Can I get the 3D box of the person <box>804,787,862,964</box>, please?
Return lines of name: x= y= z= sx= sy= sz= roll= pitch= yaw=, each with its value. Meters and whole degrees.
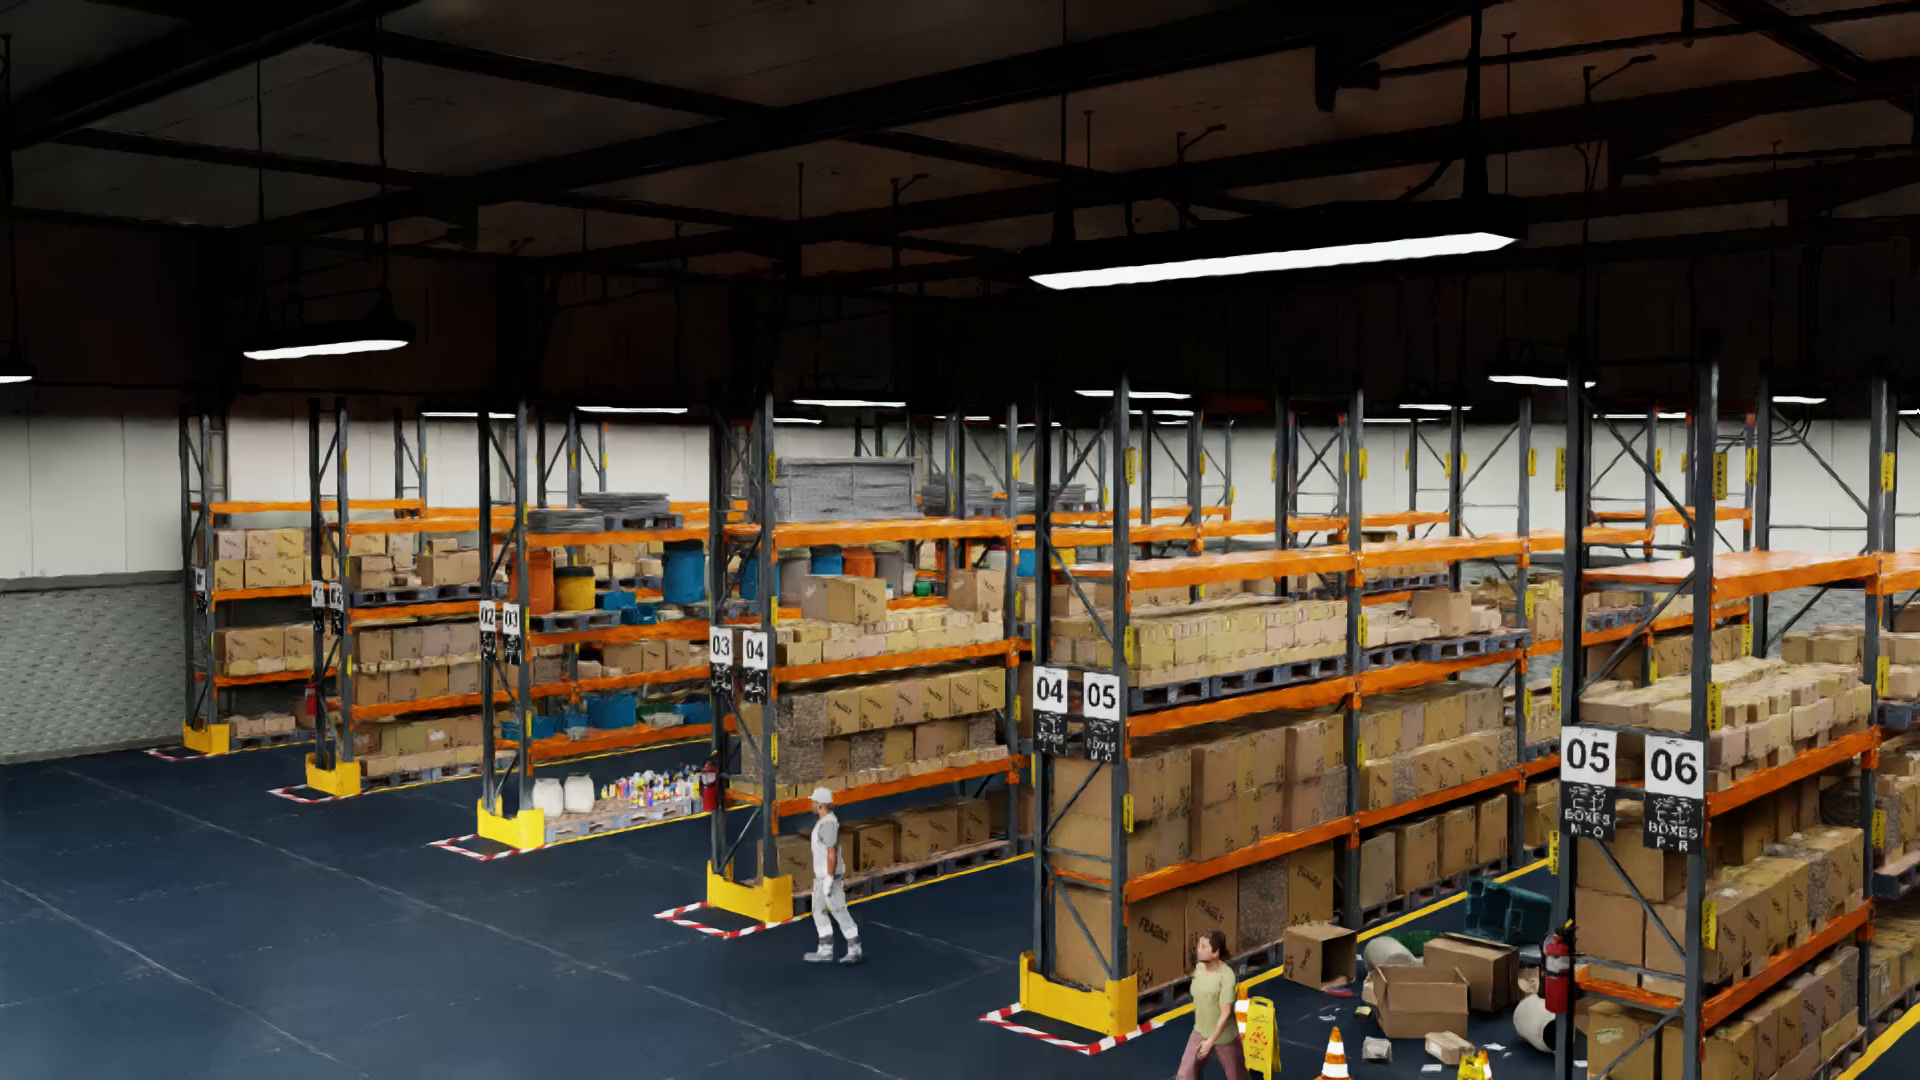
person: x=-1.289 y=3.394 z=16.848 sx=0.577 sy=1.776 sz=0.571 roll=-1 pitch=3 yaw=-10

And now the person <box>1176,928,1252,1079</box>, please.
person: x=1.877 y=3.688 z=12.385 sx=1.006 sy=1.601 sz=0.448 roll=-2 pitch=4 yaw=-37

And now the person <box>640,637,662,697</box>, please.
person: x=-6.049 y=2.662 z=32.261 sx=1.090 sy=1.583 sz=0.497 roll=-3 pitch=4 yaw=-44
